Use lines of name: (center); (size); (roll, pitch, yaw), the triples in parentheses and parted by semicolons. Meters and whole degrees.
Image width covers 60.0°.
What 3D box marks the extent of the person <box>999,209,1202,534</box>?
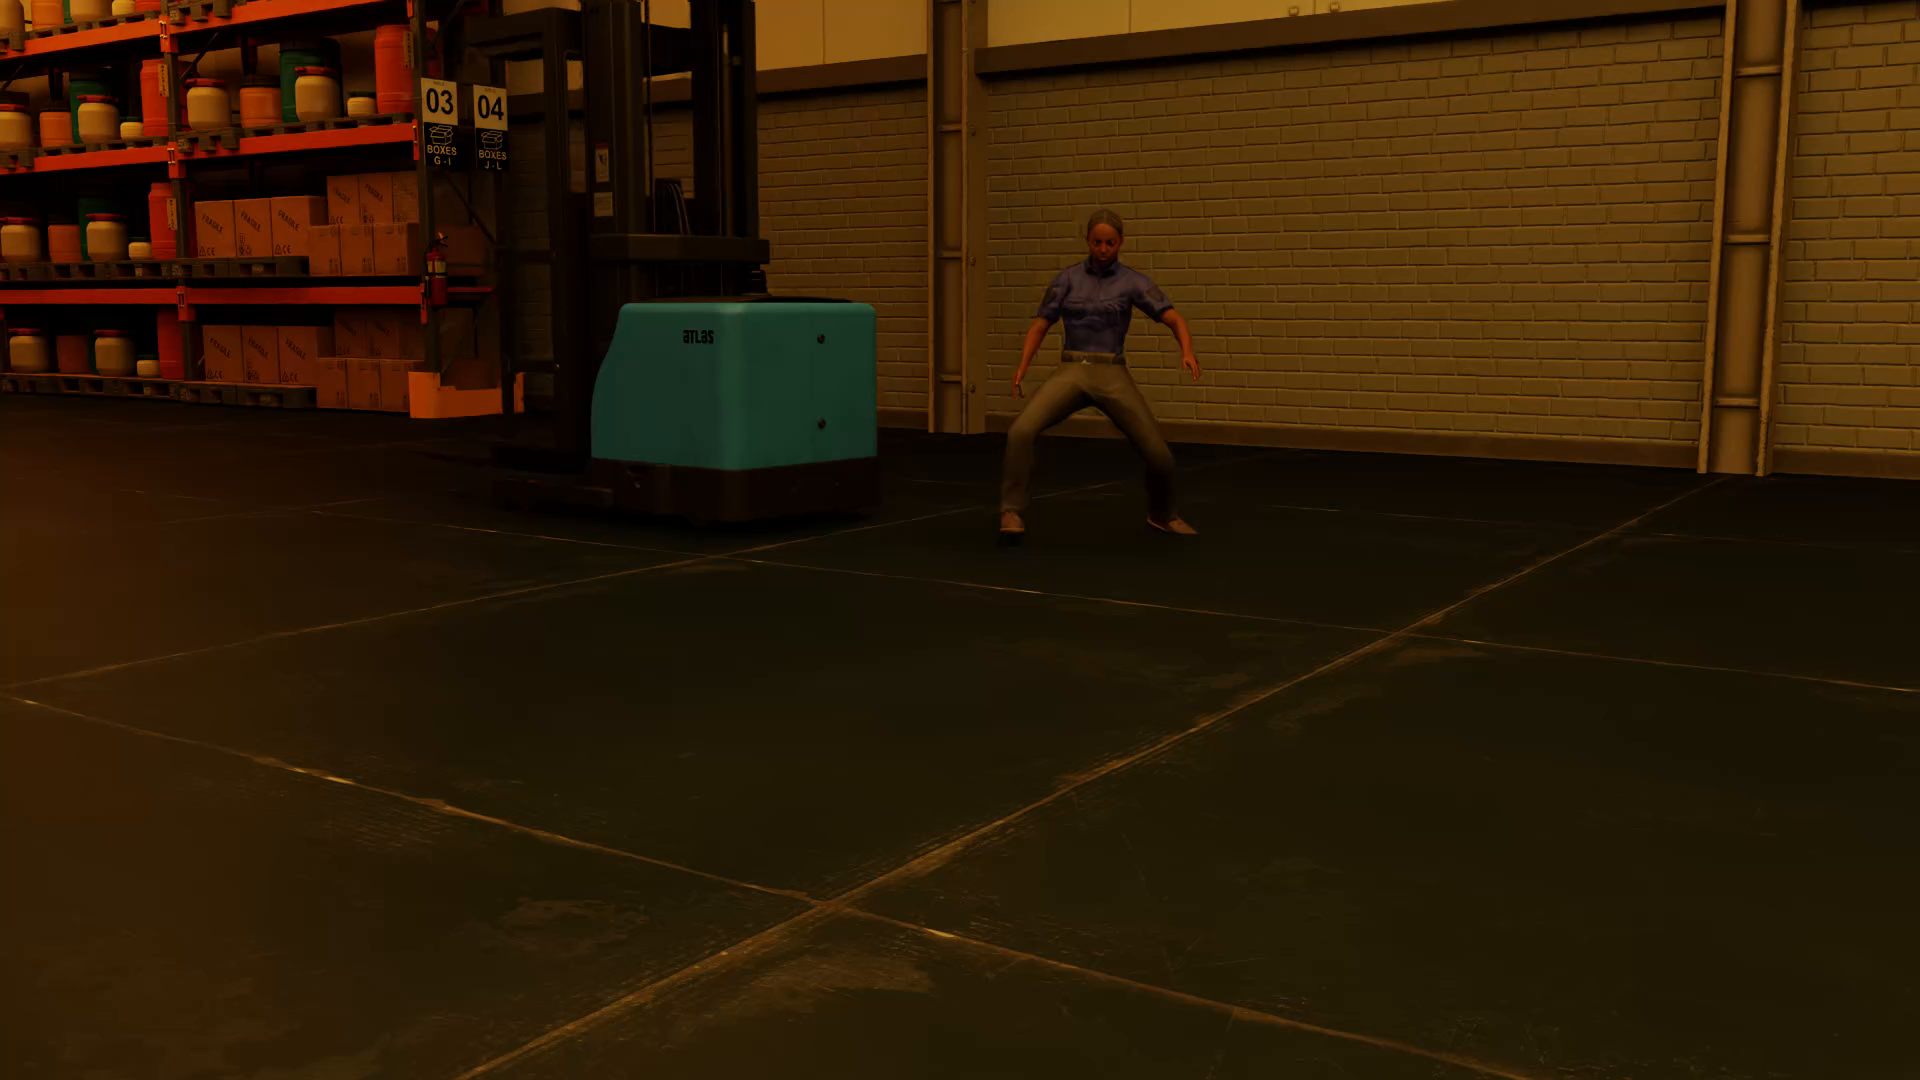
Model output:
person: (0.663, -0.734, 7.598); (0.906, 1.529, 0.783); (2, 8, 12)

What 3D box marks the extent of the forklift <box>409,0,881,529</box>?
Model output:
forklift: (-1.848, -1.651, 8.800); (3.031, 2.935, 1.130); (7, 11, 40)
